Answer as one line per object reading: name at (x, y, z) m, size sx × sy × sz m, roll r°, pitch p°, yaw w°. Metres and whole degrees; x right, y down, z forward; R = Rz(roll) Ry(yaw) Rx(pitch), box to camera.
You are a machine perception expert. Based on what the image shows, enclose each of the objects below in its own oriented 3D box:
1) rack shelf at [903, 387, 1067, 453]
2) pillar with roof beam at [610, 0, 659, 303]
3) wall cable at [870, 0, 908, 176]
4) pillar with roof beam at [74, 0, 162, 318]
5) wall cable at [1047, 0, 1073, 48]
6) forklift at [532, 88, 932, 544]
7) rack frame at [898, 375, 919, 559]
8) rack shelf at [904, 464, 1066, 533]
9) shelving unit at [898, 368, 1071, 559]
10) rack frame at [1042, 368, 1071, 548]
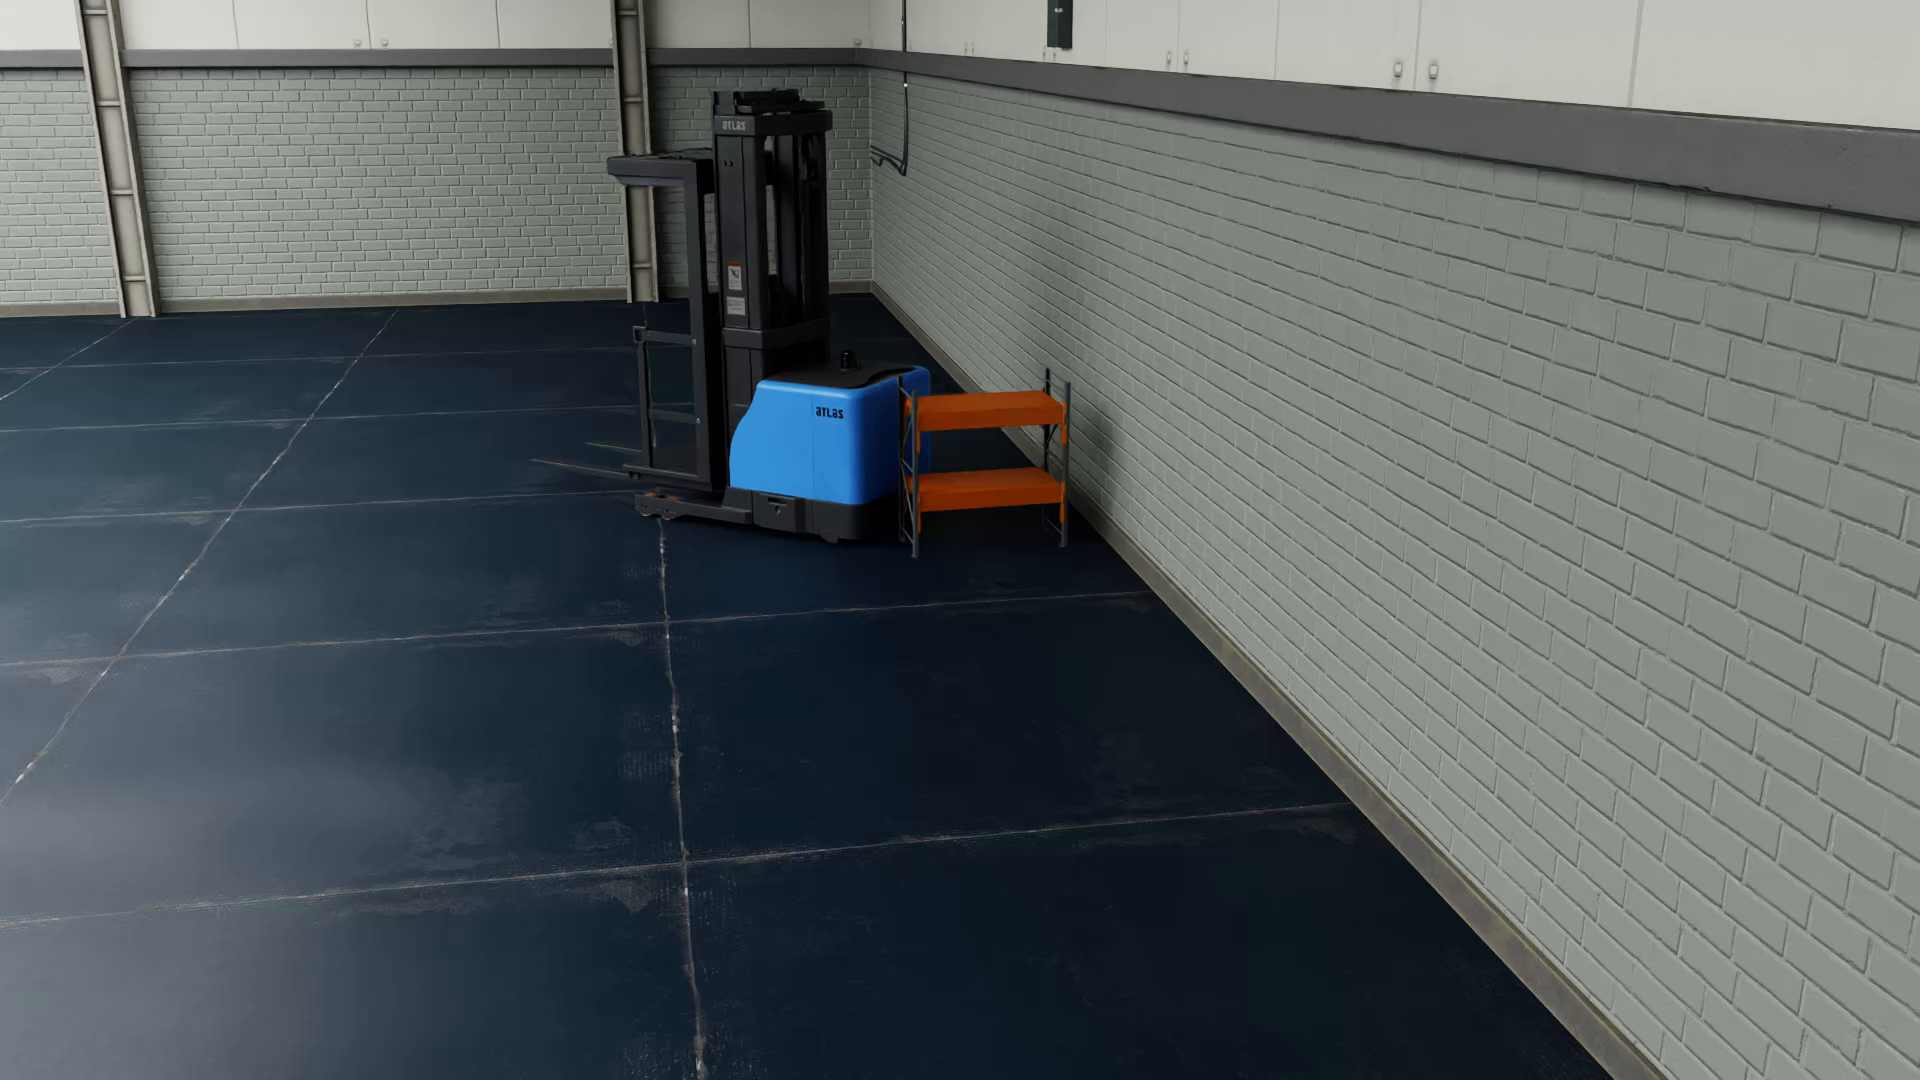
rack shelf at (0.152, -0.800, 11.004) m, size 1.000 × 0.278 × 0.538 m, roll -4°, pitch 18°, yaw -13°
pillar with roof beam at (-3.241, -6.131, 15.946) m, size 0.400 × 9.000 × 9.100 m, roll -3°, pitch 17°, yaw -10°
wall cable at (-0.914, -5.671, 19.736) m, size 0.112 × 2.526 × 3.097 m, roll -3°, pitch 17°, yaw -10°
pillar with roof beam at (-9.132, -5.797, 14.858) m, size 0.400 × 9.000 × 9.100 m, roll -3°, pitch 17°, yaw -10°
wall cable at (0.871, -6.043, 9.867) m, size 0.169 × 6.003 × 2.305 m, roll -3°, pitch 17°, yaw -10°
forklift at (-1.738, -1.667, 11.746) m, size 3.031 × 2.935 × 1.130 m, roll 9°, pitch 19°, yaw 27°
rack frame at (-0.342, -0.485, 10.976) m, size 0.032 × 1.125 × 0.500 m, roll -4°, pitch 18°, yaw -13°
rack shelf at (0.152, -0.287, 11.162) m, size 1.000 × 0.278 × 0.538 m, roll -4°, pitch 18°, yaw -13°
shelving unit at (0.152, -0.520, 11.090) m, size 1.048 × 1.125 × 0.538 m, roll -4°, pitch 18°, yaw -13°
rack frame at (0.646, -0.556, 11.205) m, size 0.032 × 1.125 × 0.500 m, roll -4°, pitch 18°, yaw -13°
